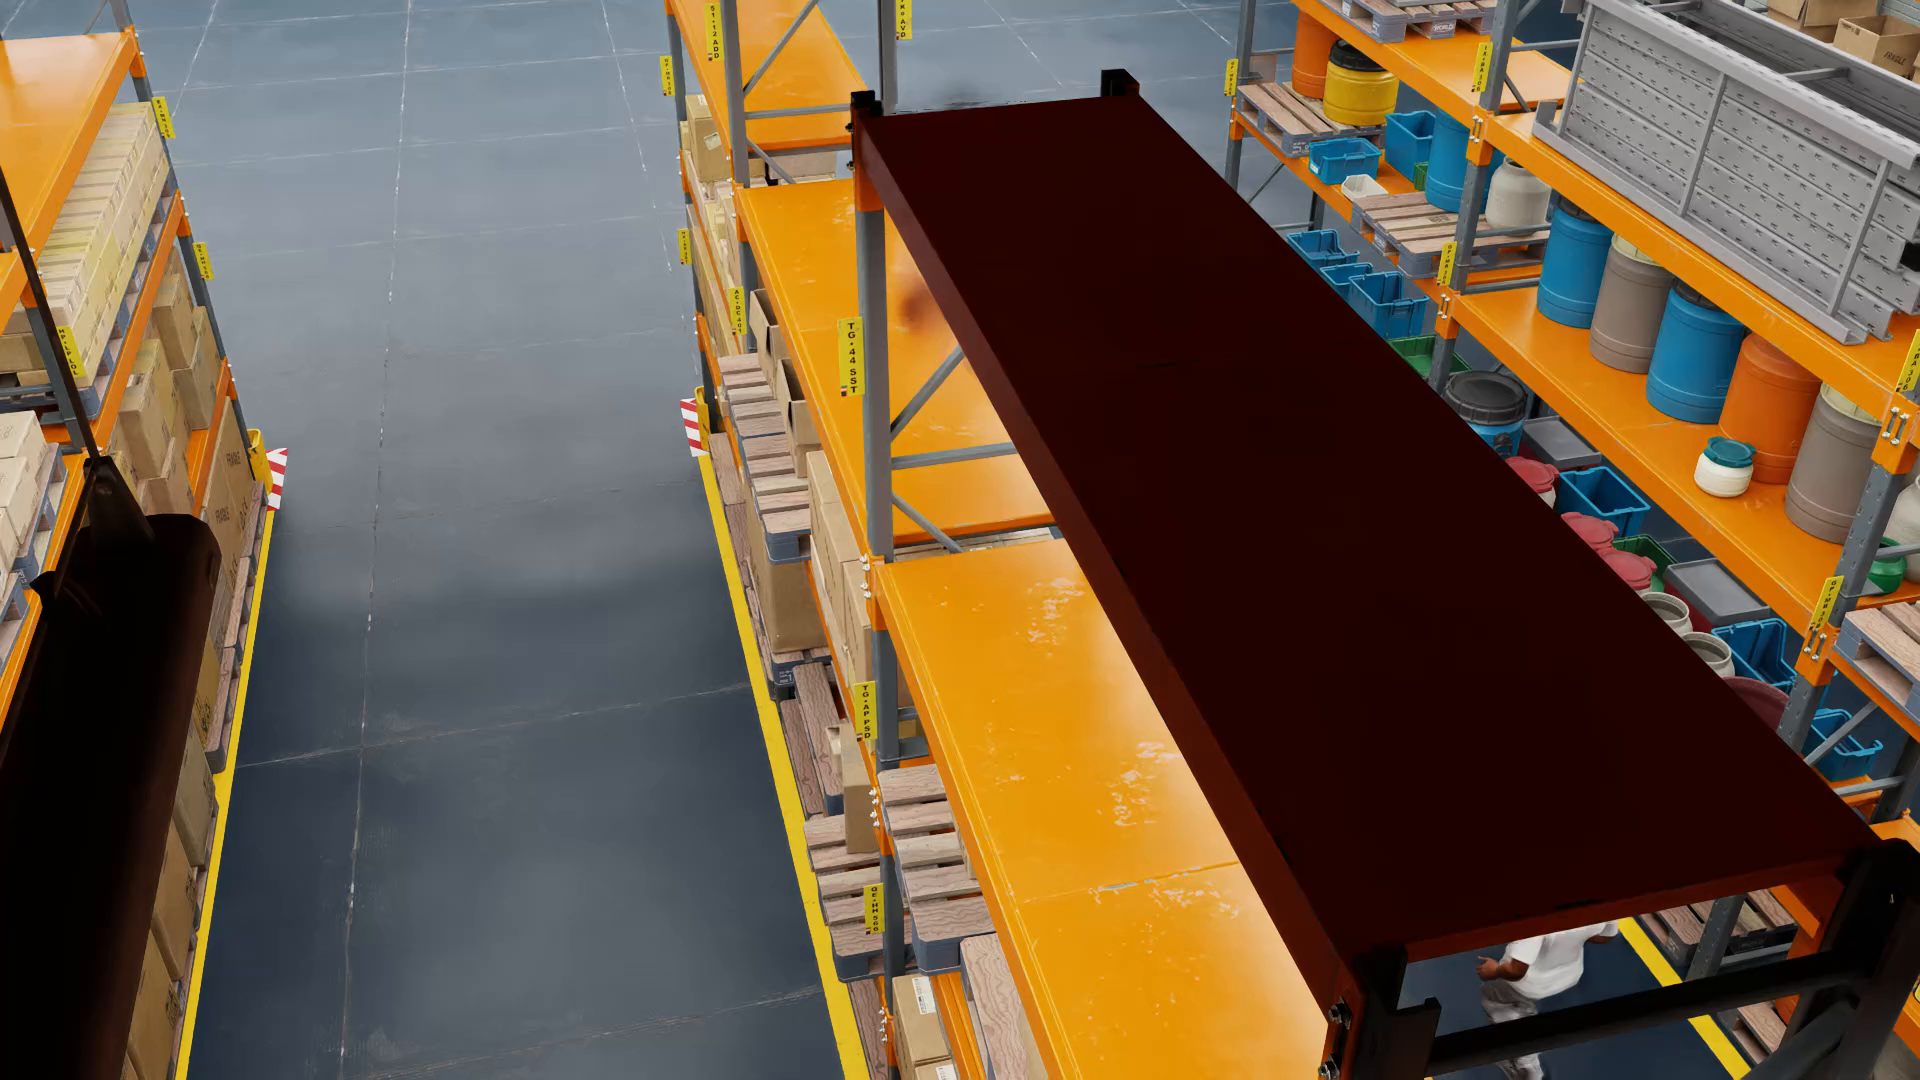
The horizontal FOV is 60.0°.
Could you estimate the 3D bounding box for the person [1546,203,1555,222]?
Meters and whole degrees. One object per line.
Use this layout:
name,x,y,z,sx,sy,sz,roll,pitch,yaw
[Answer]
person,6.423,-4.046,18.445,1.028,1.756,0.726,7,35,10

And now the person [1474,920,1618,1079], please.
person,3.069,2.271,8.769,0.703,1.713,0.587,-12,36,-16
